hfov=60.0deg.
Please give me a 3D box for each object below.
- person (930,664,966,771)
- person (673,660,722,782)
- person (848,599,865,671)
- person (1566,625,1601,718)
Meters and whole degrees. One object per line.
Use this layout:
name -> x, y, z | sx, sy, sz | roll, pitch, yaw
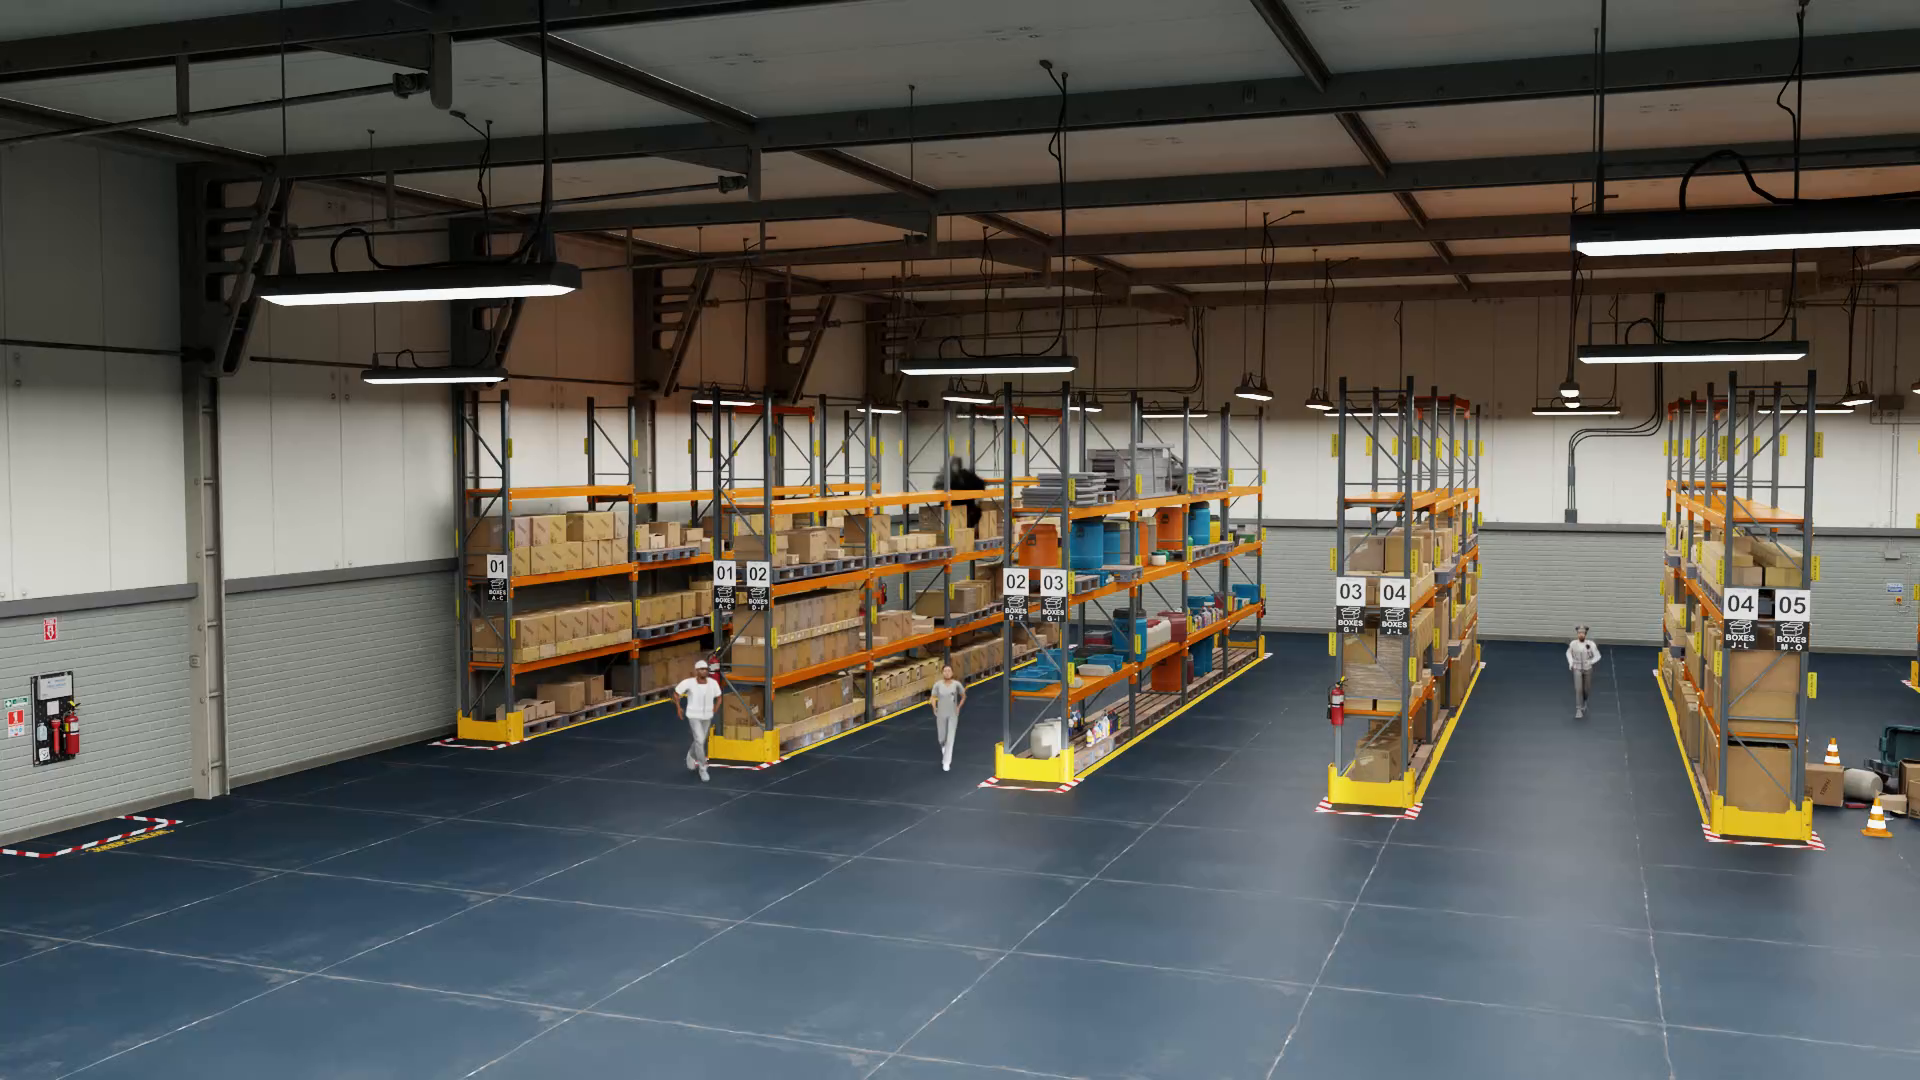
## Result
person -> -0.186, 2.761, 26.136 | 0.572, 1.643, 0.694 | 0, 3, 1
person -> -3.960, 2.718, 25.384 | 0.718, 1.778, 0.938 | -2, 4, -35
person -> -2.171, 2.146, 35.830 | 0.653, 1.748, 0.921 | 1, 3, 20
person -> 11.616, 2.427, 30.994 | 0.610, 1.689, 0.839 | 1, 3, 23
